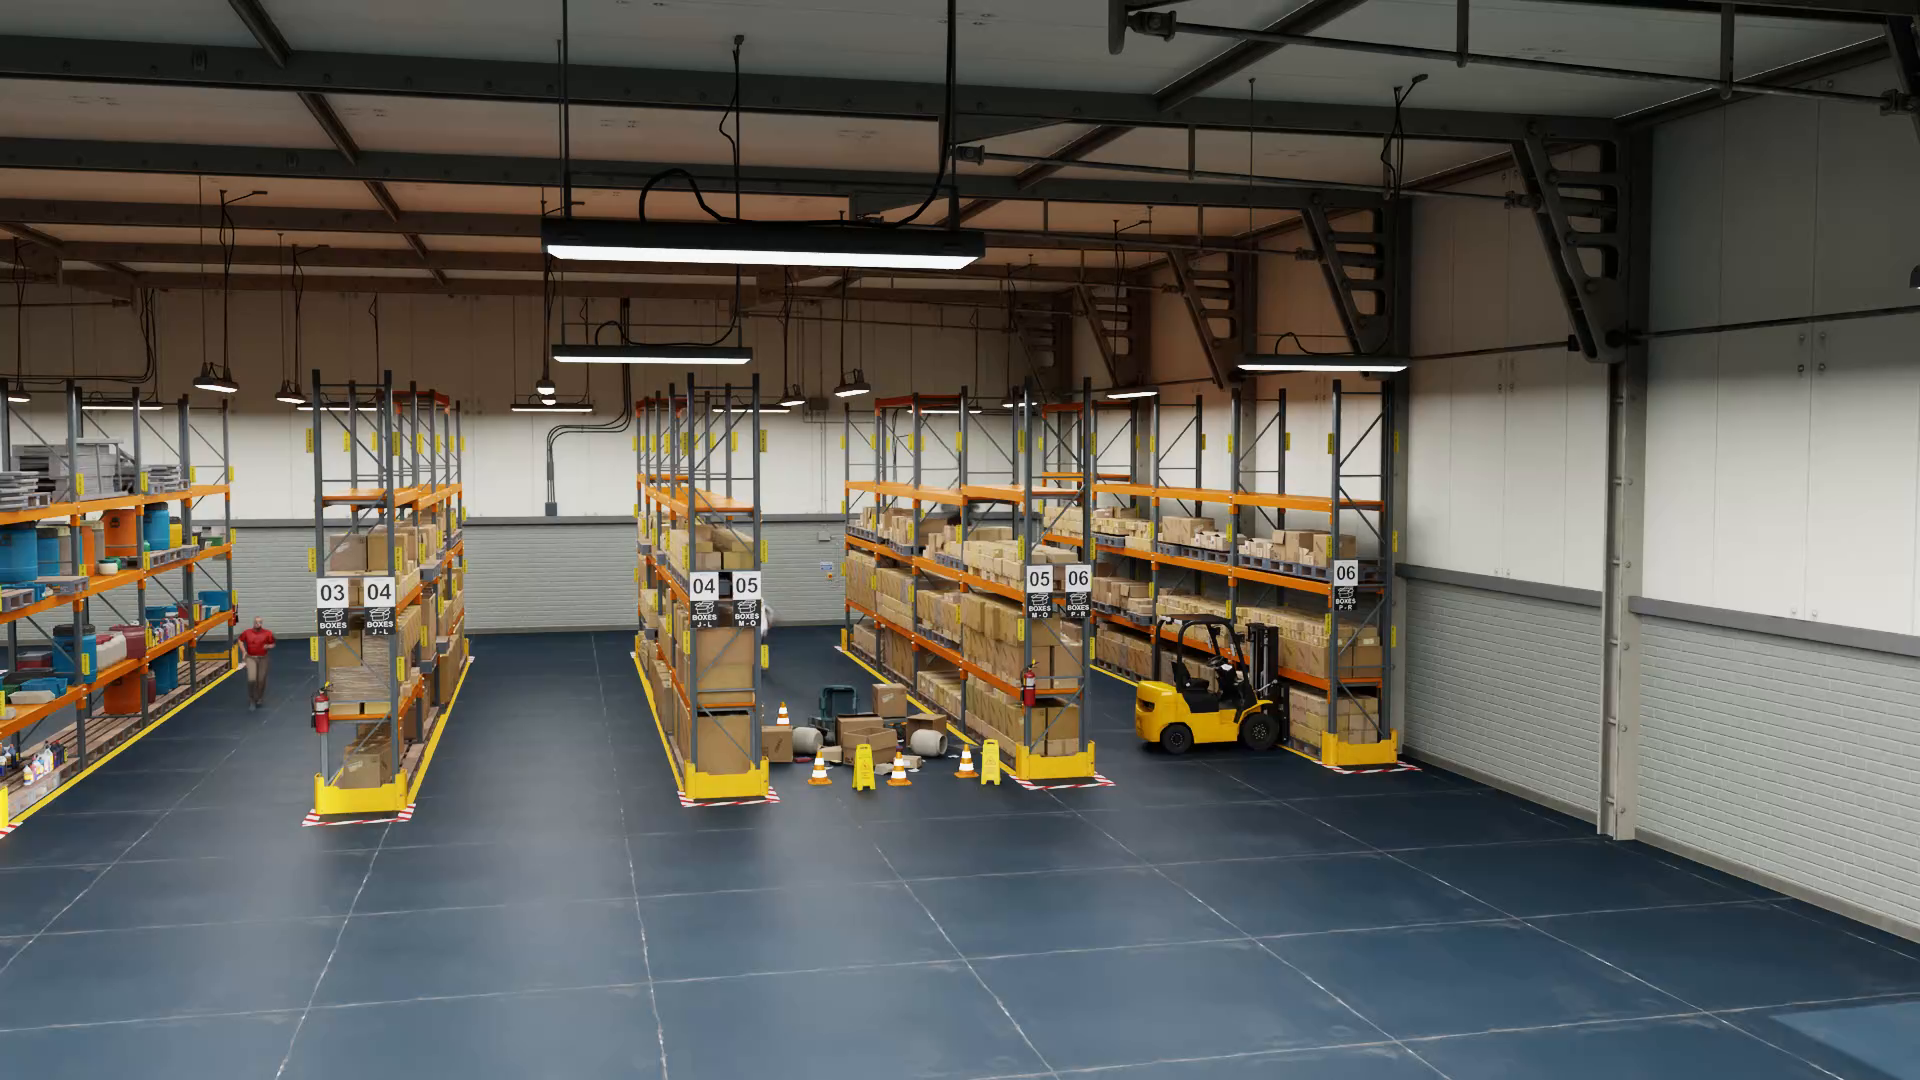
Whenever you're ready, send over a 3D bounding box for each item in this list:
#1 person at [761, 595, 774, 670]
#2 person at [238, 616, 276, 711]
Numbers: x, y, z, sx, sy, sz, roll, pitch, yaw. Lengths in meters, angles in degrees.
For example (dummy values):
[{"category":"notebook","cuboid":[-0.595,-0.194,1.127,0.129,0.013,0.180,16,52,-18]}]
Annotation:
[{"category":"person","cuboid":[-4.410,2.034,36.459,0.657,1.789,0.999,-1,4,-23]},{"category":"person","cuboid":[-13.281,2.343,31.460,0.638,1.801,0.780,-2,4,-28]}]
